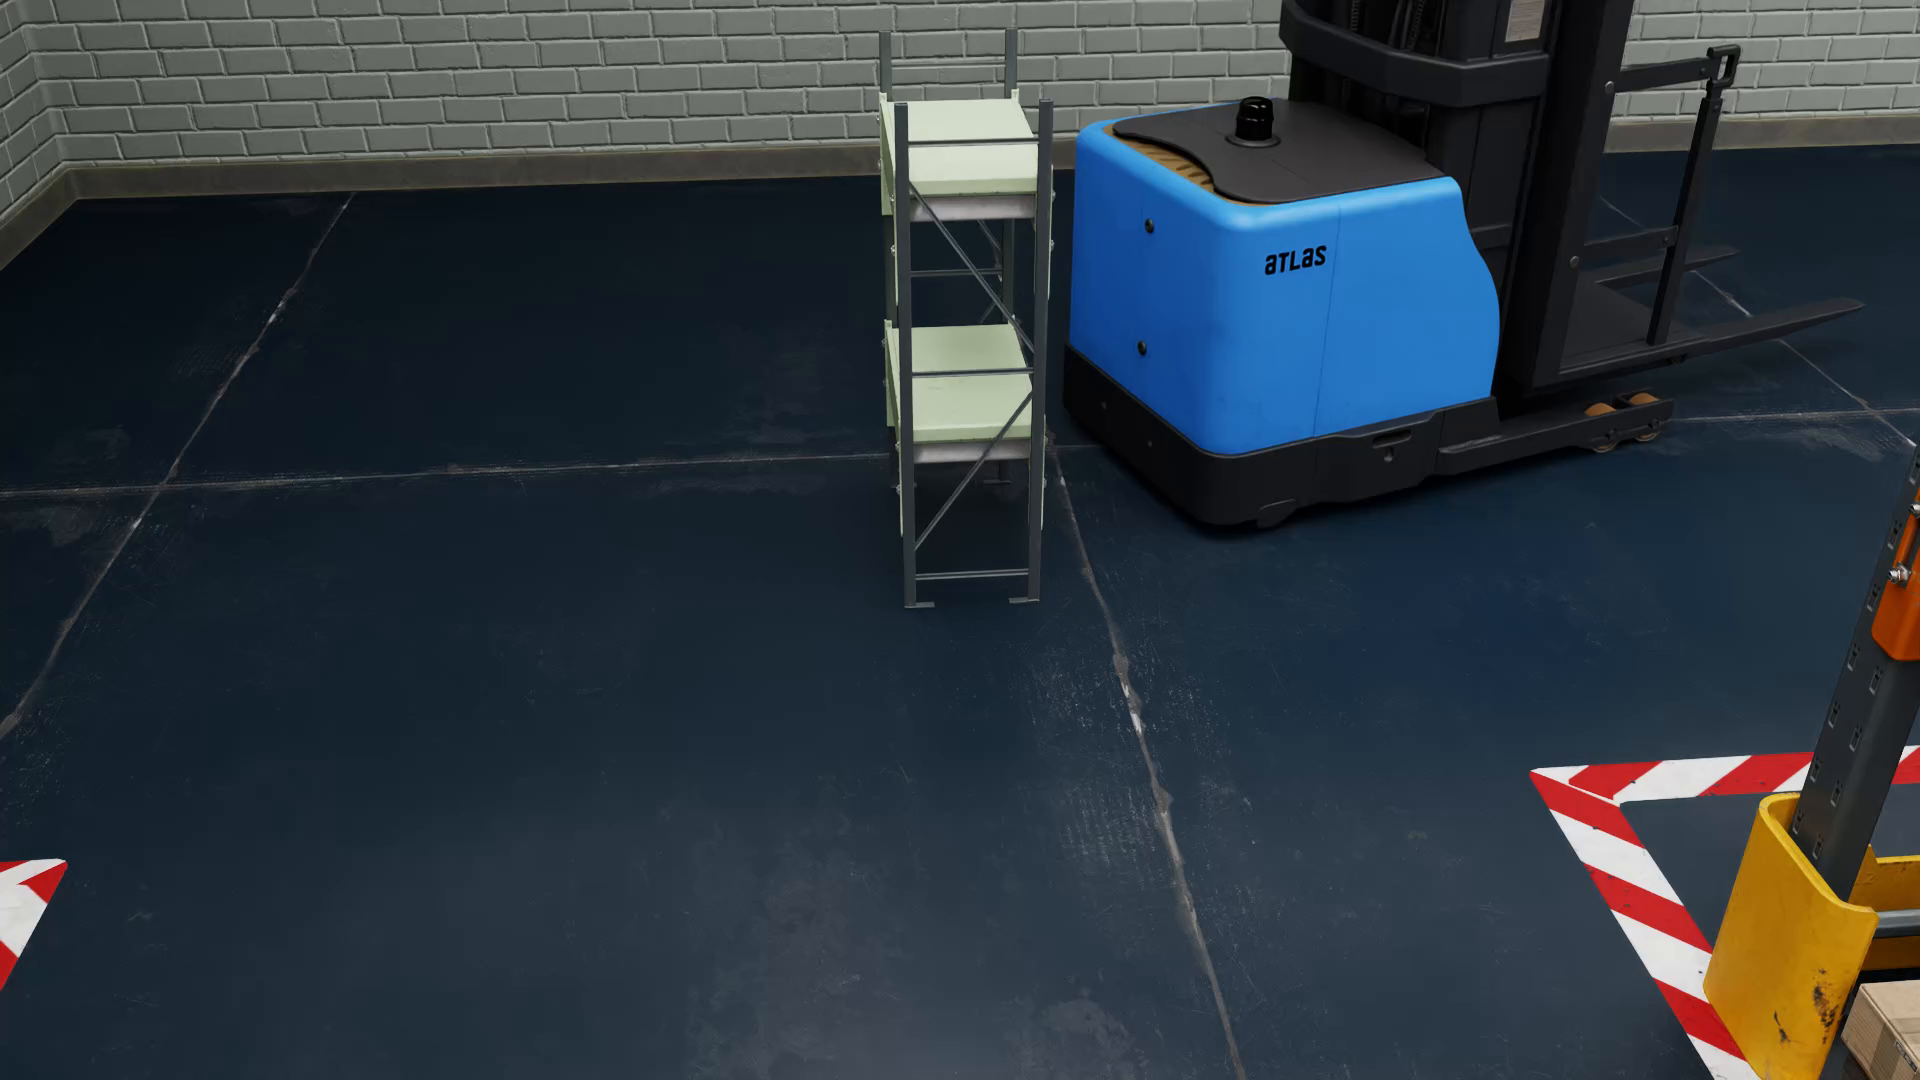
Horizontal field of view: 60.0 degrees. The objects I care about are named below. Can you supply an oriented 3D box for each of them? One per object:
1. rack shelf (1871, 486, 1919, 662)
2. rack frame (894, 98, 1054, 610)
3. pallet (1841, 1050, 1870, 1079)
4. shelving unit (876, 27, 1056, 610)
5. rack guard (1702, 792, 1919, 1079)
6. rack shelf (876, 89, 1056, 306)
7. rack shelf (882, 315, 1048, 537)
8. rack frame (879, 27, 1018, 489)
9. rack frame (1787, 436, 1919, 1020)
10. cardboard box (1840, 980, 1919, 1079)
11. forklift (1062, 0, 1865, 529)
[{"bbox_3d":[2.386,1.016,1.325,1.077,0.370,4.000,-3,31,-5],"label":"rack shelf"},{"bbox_3d":[0.035,-0.454,4.547,0.400,1.500,0.023,-3,31,-5],"label":"rack frame"},{"bbox_3d":[2.282,1.329,2.819,1.003,0.211,1.213,-3,31,-5],"label":"pallet"},{"bbox_3d":[0.001,-0.640,4.860,0.431,1.500,0.755,-3,31,-5],"label":"shelving unit"},{"bbox_3d":[2.206,0.798,3.426,1.175,0.500,0.348,-3,31,-5],"label":"rack guard"},{"bbox_3d":[0.001,-0.976,4.660,0.431,0.370,0.720,-3,31,-5],"label":"rack shelf"},{"bbox_3d":[0.001,-0.361,5.027,0.431,0.370,0.720,-3,31,-5],"label":"rack shelf"},{"bbox_3d":[-0.034,-0.827,5.173,0.400,1.500,0.023,-3,31,-5],"label":"rack frame"},{"bbox_3d":[2.199,-0.314,2.850,1.000,3.000,0.127,-3,31,-5],"label":"rack frame"},{"bbox_3d":[1.896,0.951,3.083,0.380,0.149,0.250,-3,31,-5],"label":"cardboard box"},{"bbox_3d":[1.926,-1.793,5.394,3.031,2.935,1.130,-13,33,-21],"label":"forklift"}]
